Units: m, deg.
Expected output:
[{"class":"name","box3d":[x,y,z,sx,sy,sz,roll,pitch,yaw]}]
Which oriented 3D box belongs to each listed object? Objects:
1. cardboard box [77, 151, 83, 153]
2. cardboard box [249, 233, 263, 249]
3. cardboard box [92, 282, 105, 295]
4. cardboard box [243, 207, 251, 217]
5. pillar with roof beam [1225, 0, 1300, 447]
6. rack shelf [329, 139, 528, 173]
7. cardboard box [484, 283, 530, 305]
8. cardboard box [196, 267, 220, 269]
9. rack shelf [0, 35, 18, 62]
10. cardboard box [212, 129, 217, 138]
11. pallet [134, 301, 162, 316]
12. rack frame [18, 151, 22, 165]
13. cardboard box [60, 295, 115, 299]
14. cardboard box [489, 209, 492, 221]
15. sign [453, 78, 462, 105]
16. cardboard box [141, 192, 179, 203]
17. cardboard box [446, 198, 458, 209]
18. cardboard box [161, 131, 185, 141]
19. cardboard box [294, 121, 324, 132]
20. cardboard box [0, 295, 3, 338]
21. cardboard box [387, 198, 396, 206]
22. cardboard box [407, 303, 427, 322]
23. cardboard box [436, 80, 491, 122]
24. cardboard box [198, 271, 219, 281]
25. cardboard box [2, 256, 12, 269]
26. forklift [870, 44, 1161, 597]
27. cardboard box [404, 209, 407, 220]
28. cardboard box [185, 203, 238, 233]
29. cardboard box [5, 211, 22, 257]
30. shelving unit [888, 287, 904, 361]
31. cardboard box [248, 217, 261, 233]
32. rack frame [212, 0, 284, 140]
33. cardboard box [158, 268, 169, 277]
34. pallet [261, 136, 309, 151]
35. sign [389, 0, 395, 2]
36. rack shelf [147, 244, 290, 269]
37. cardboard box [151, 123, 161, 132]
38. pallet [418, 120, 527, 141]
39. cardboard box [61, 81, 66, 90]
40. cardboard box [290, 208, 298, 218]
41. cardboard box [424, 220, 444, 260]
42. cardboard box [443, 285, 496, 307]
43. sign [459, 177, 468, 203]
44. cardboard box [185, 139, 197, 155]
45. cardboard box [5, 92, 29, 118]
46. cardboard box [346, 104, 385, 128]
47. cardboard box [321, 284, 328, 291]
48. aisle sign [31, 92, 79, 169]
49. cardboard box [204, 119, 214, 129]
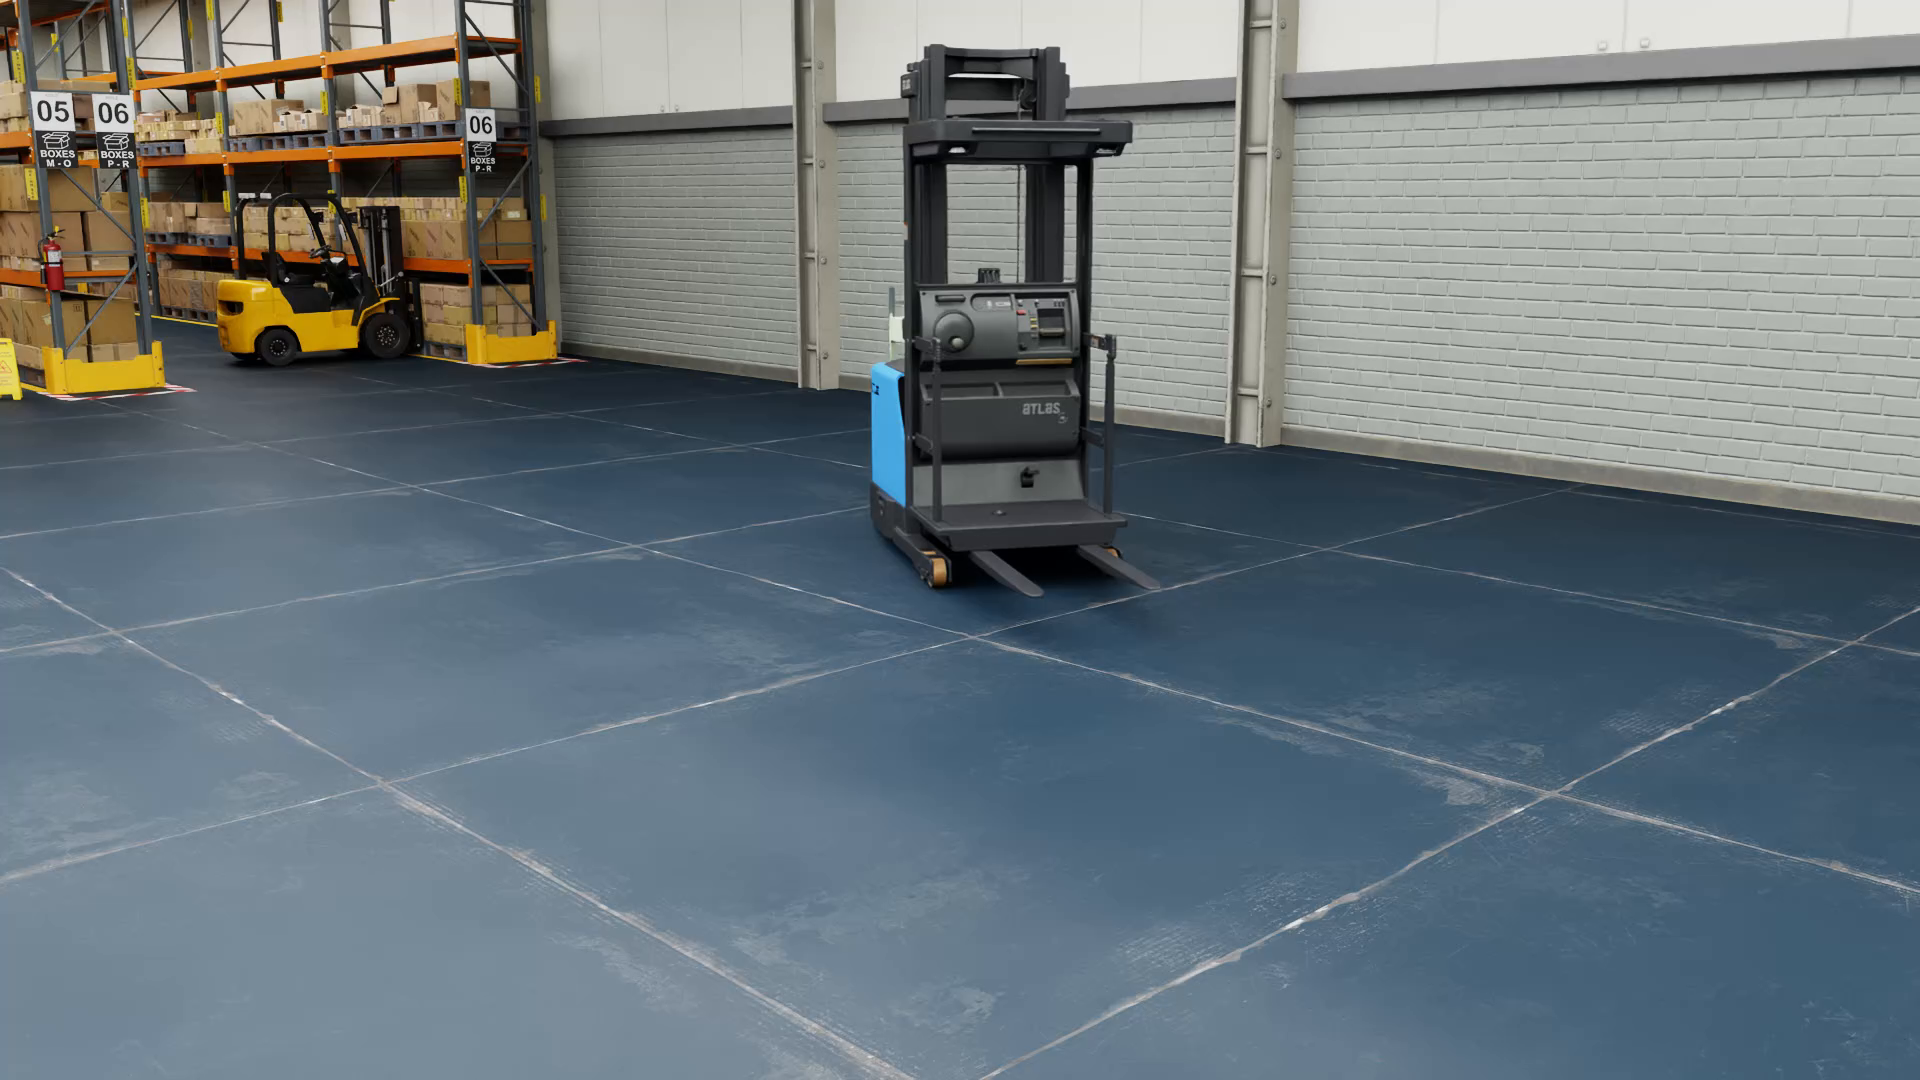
[{"class":"cardboard box","box3d":[-16.840,-7.611,32.120,0.500,0.250,0.500,-11,16,-43]},{"class":"cardboard box","box3d":[-10.950,-4.758,26.446,0.500,0.250,0.500,-11,16,-44]},{"class":"cardboard box","box3d":[-16.595,-5.053,32.649,0.637,0.503,0.797,11,16,43]},{"class":"cardboard box","box3d":[-11.231,-5.245,26.581,0.380,0.149,0.250,-10,16,-41]},{"class":"pillar with roof beam","box3d":[-0.555,-4.652,10.688,9.100,9.000,0.400,-11,16,-43]},{"class":"rack shelf","box3d":[-7.280,-5.246,22.790,1.077,0.370,4.000,-11,16,-43]},{"class":"cardboard box","box3d":[-6.094,-3.282,22.206,0.500,0.250,0.500,-11,16,-43]},{"class":"cardboard box","box3d":[-13.538,-4.836,29.999,0.380,0.149,0.250,-11,16,-43]},{"class":"rack shelf","box3d":[-13.630,-6.411,22.001,1.077,0.370,4.000,-11,16,-43]},{"class":"cardboard box","box3d":[-12.008,-6.655,27.227,0.250,0.149,0.380,11,16,44]},{"class":"pallet","box3d":[-14.660,-4.323,30.872,1.003,0.211,1.213,-11,16,-43]},{"class":"rack frame","box3d":[-12.249,-3.729,21.077,1.000,3.000,0.127,-11,16,-43]},{"class":"cardboard box","box3d":[-10.225,-2.607,19.545,0.500,0.500,0.500,11,16,43]},{"class":"cardboard box","box3d":[-6.162,-4.317,22.075,0.380,0.149,0.250,-11,16,-43]},{"class":"sign","box3d":[-6.301,-5.628,20.862,0.100,0.325,0.005,-11,16,-43]},{"class":"cardboard box","box3d":[-15.022,-6.283,31.248,0.500,0.500,0.500,11,16,44]},{"class":"cardboard box","box3d":[-6.492,-4.404,21.762,0.380,0.149,0.250,-11,16,-42]},{"class":"cardboard box","box3d":[-13.392,-6.903,28.385,0.380,0.149,0.250,-10,16,-41]},{"class":"cardboard box","box3d":[-9.641,-6.140,24.680,0.380,0.149,0.250,-11,16,-43]},{"class":"cardboard box","box3d":[-11.302,-2.679,19.896,0.500,0.500,0.500,-10,15,-40]},{"class":"cardboard box","box3d":[-7.709,-4.669,23.046,0.380,0.149,0.250,-11,16,-43]},{"class":"cardboard box","box3d":[-7.172,-3.116,22.635,0.500,0.250,0.500,-11,16,-44]},{"class":"cardboard box","box3d":[-6.381,-5.641,21.387,0.500,0.500,0.500,-10,15,-41]},{"class":"cardboard box","box3d":[-12.843,-4.538,28.551,0.250,0.149,0.380,11,16,42]},{"class":"cardboard box","box3d":[-10.833,-3.224,19.247,0.380,0.149,0.250,-11,16,-43]},{"class":"forklift","box3d":[0.285,-1.260,9.264,1.130,2.935,3.031,-3,12,-14]},{"class":"cardboard box","box3d":[-7.352,-4.448,22.714,0.380,0.149,0.250,-11,16,-43]},{"class":"cardboard box","box3d":[-12.685,-5.474,28.249,0.637,0.503,0.797,11,16,44]},{"class":"cardboard box","box3d":[-10.403,-3.454,18.759,0.500,0.500,0.500,-11,16,-42]},{"class":"shelving unit","box3d":[-0.136,-0.942,11.265,0.431,1.500,0.755,-6,13,-27]},{"class":"cardboard box","box3d":[-10.949,-5.004,26.400,0.500,0.250,0.500,-10,15,-41]},{"class":"rack frame","box3d":[-11.424,-7.943,26.665,1.000,3.000,0.127,-11,16,-43]},{"class":"cardboard box","box3d":[-14.131,-4.798,29.814,0.380,0.149,0.250,-10,15,-40]},{"class":"pallet","box3d":[-10.116,-6.132,25.776,1.003,0.211,1.213,-10,15,-40]},{"class":"sign","box3d":[-8.243,-7.968,24.079,0.100,0.325,0.005,-11,16,-43]},{"class":"rack shelf","box3d":[-12.805,-4.944,28.759,1.077,0.370,4.000,-11,16,-43]},{"class":"cardboard box","box3d":[-13.720,-7.124,28.722,0.380,0.149,0.250,-11,16,-43]},{"class":"pallet","box3d":[-6.369,-5.370,21.828,1.003,0.211,1.213,-11,16,-43]},{"class":"cardboard box","box3d":[-9.770,-4.997,18.443,0.380,0.149,0.250,-11,16,-43]},{"class":"cardboard box","box3d":[-9.962,-4.989,25.338,0.380,0.149,0.250,-11,16,-42]},{"class":"cardboard box","box3d":[-6.780,-3.998,22.138,0.500,0.500,0.500,-10,15,-41]},{"class":"cardboard box","box3d":[-6.443,-3.210,21.853,0.500,0.250,0.500,-10,15,-41]},{"class":"sign","box3d":[-6.301,-4.447,21.105,0.100,0.325,0.005,-11,16,-43]},{"class":"cardboard box","box3d":[-12.647,-6.588,27.892,0.500,0.250,0.500,-11,16,-43]},{"class":"cardboard box","box3d":[-10.035,-4.724,18.106,0.500,0.250,0.500,-11,16,-43]},{"class":"cardboard box","box3d":[-8.263,-5.946,23.336,0.500,0.311,0.500,-10,16,-41]},{"class":"cardboard box","box3d":[-9.030,-3.538,24.996,0.875,0.625,0.625,-10,15,-40]},{"class":"aisle sign","box3d":[-9.654,-4.369,17.741,0.394,0.787,0.004,-11,16,-43]},{"class":"cardboard box","box3d":[-12.201,-6.835,27.367,0.250,0.149,0.380,11,16,43]}]
